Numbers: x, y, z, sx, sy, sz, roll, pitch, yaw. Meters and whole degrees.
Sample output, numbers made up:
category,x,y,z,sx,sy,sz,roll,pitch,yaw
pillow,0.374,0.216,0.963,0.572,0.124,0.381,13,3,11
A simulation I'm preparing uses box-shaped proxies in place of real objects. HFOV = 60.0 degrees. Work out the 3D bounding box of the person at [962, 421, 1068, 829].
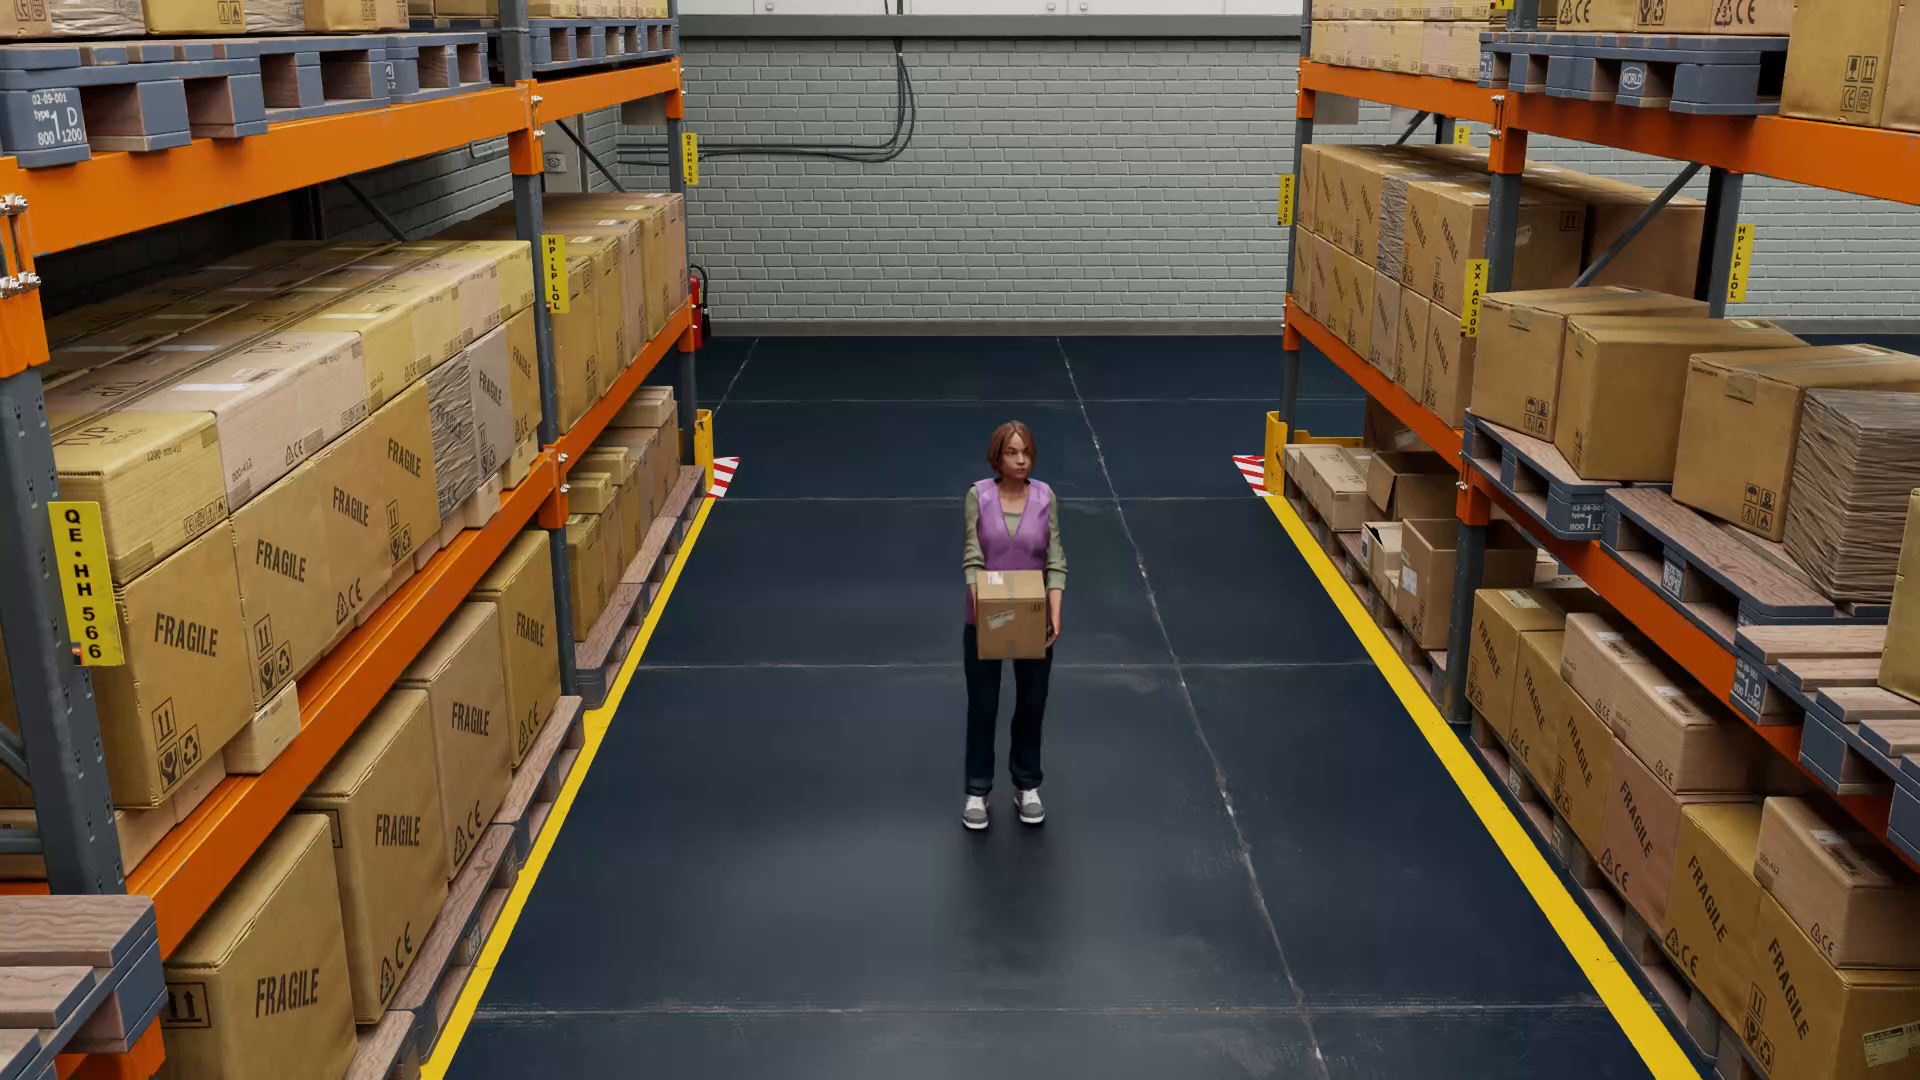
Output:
category,x,y,z,sx,sy,sz,roll,pitch,yaw
person,0.211,0.353,6.438,0.414,1.594,0.476,-2,18,-8
